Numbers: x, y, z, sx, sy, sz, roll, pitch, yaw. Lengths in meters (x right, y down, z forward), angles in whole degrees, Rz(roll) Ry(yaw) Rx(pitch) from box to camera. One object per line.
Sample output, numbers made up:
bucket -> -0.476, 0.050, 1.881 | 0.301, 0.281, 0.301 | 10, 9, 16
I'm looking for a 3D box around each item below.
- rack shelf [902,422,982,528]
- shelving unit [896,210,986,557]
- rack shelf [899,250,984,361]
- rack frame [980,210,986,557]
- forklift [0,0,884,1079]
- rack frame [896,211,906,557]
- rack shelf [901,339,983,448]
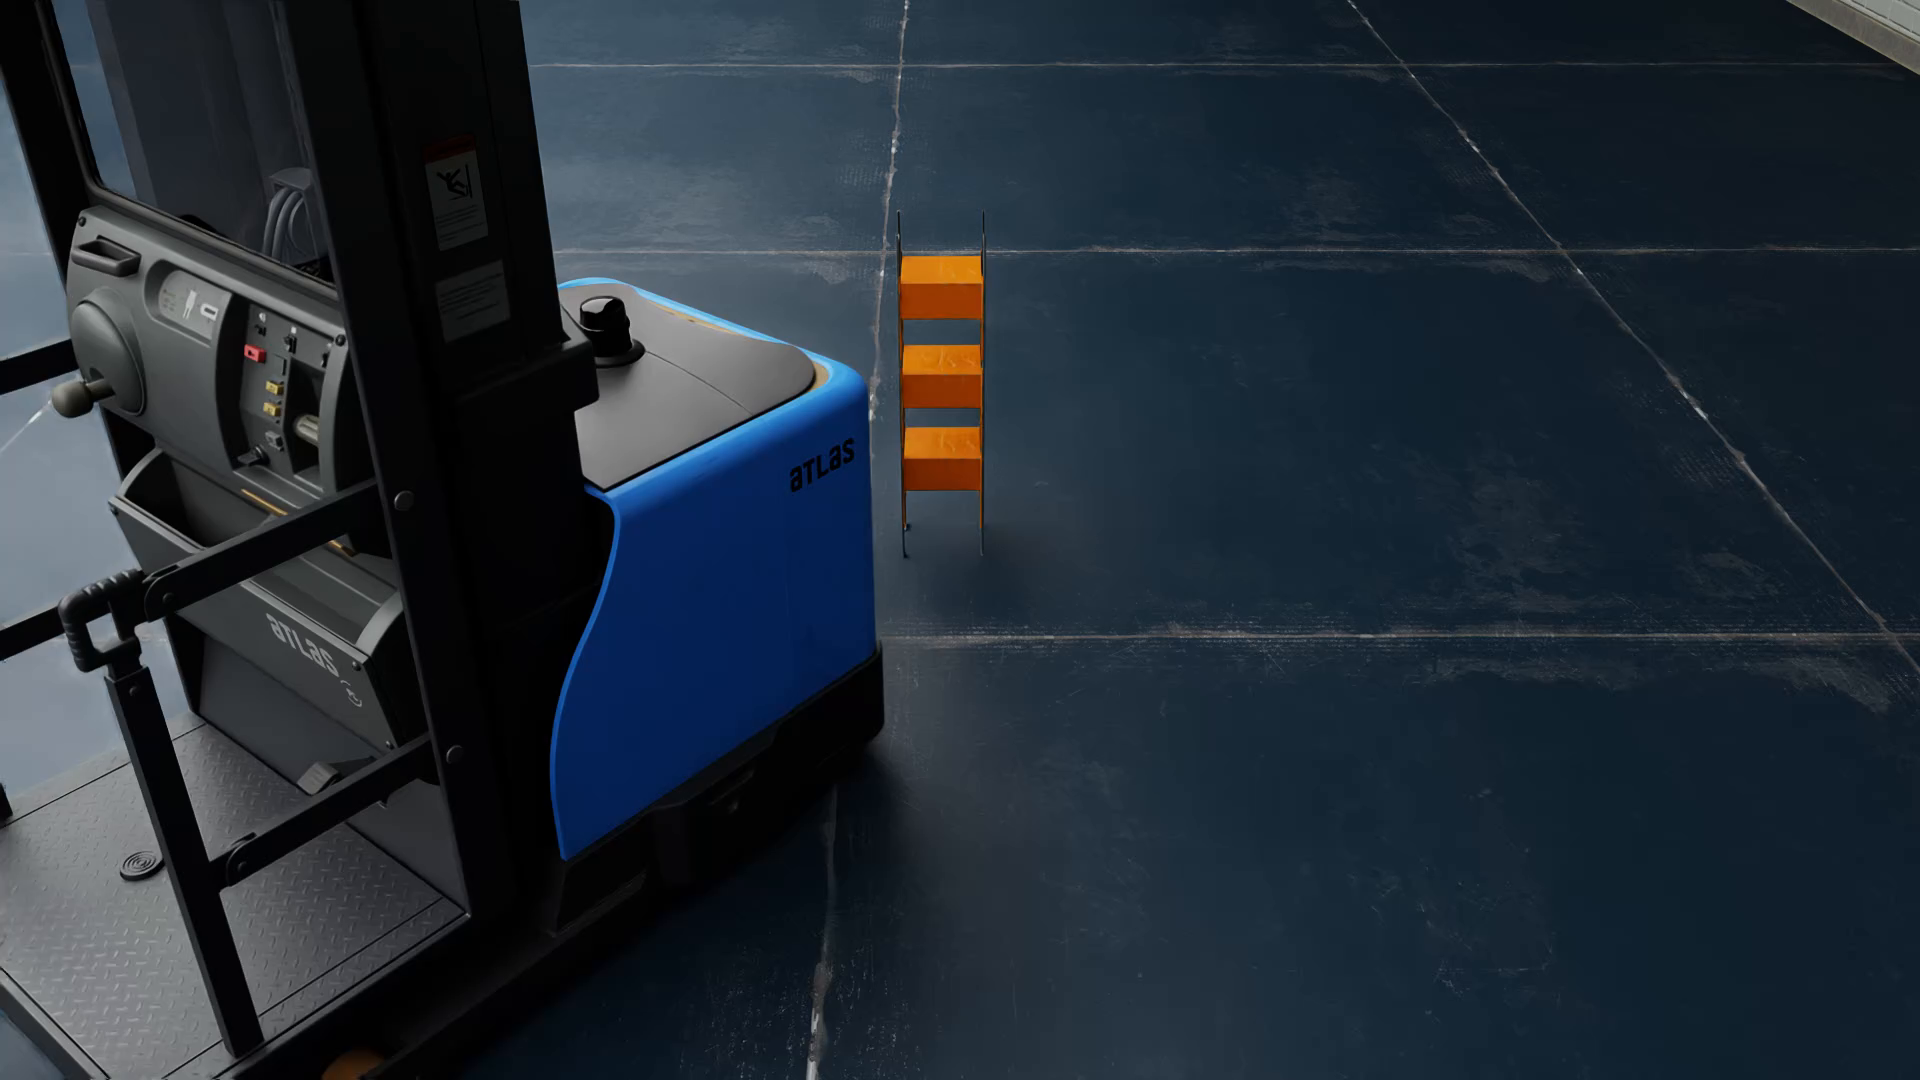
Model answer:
rack shelf -> -0.054, -0.202, 5.127 | 0.240, 0.259, 0.215 | 0, 31, 0
shelving unit -> -0.054, -0.449, 4.977 | 0.252, 1.050, 0.215 | 0, 31, 0
rack shelf -> -0.054, -0.682, 4.836 | 0.240, 0.259, 0.215 | 0, 31, 0
rack frame -> 0.068, -0.449, 4.978 | 0.008, 1.050, 0.200 | 0, 31, 0
forklift -> -1.519, -0.291, 2.904 | 1.130, 2.935, 3.031 | 23, 38, 33
rack frame -> -0.176, -0.448, 4.977 | 0.008, 1.050, 0.200 | 0, 31, 0
rack shelf -> -0.054, -0.440, 4.983 | 0.240, 0.259, 0.215 | 0, 31, 0
